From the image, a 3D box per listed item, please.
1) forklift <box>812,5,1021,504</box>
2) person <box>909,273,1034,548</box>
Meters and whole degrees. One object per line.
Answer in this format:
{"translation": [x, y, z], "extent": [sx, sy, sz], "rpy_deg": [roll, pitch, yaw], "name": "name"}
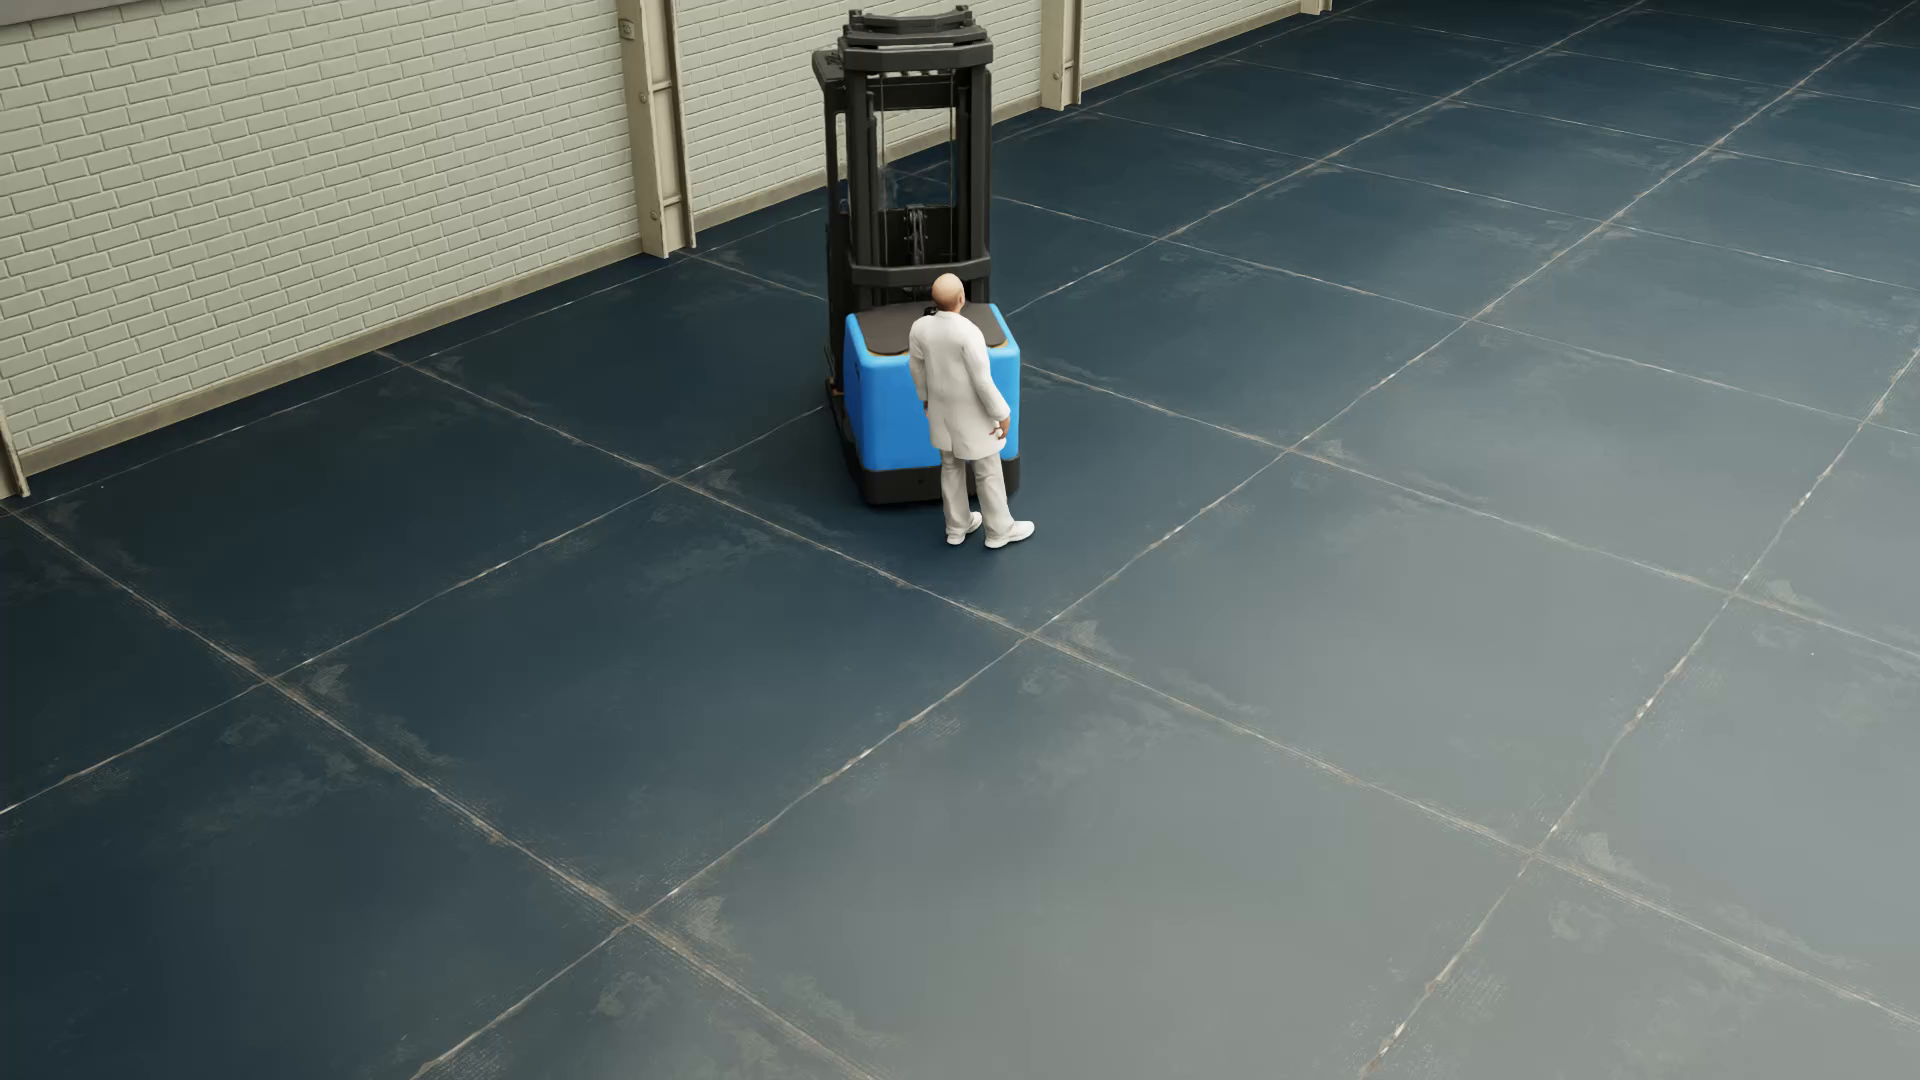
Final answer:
{"translation": [-0.384, -2.225, 11.403], "extent": [1.130, 2.935, 3.031], "rpy_deg": [-5, 31, -9], "name": "forklift"}
{"translation": [0.061, -0.807, 10.106], "extent": [0.696, 1.775, 0.581], "rpy_deg": [22, 37, 33], "name": "person"}
